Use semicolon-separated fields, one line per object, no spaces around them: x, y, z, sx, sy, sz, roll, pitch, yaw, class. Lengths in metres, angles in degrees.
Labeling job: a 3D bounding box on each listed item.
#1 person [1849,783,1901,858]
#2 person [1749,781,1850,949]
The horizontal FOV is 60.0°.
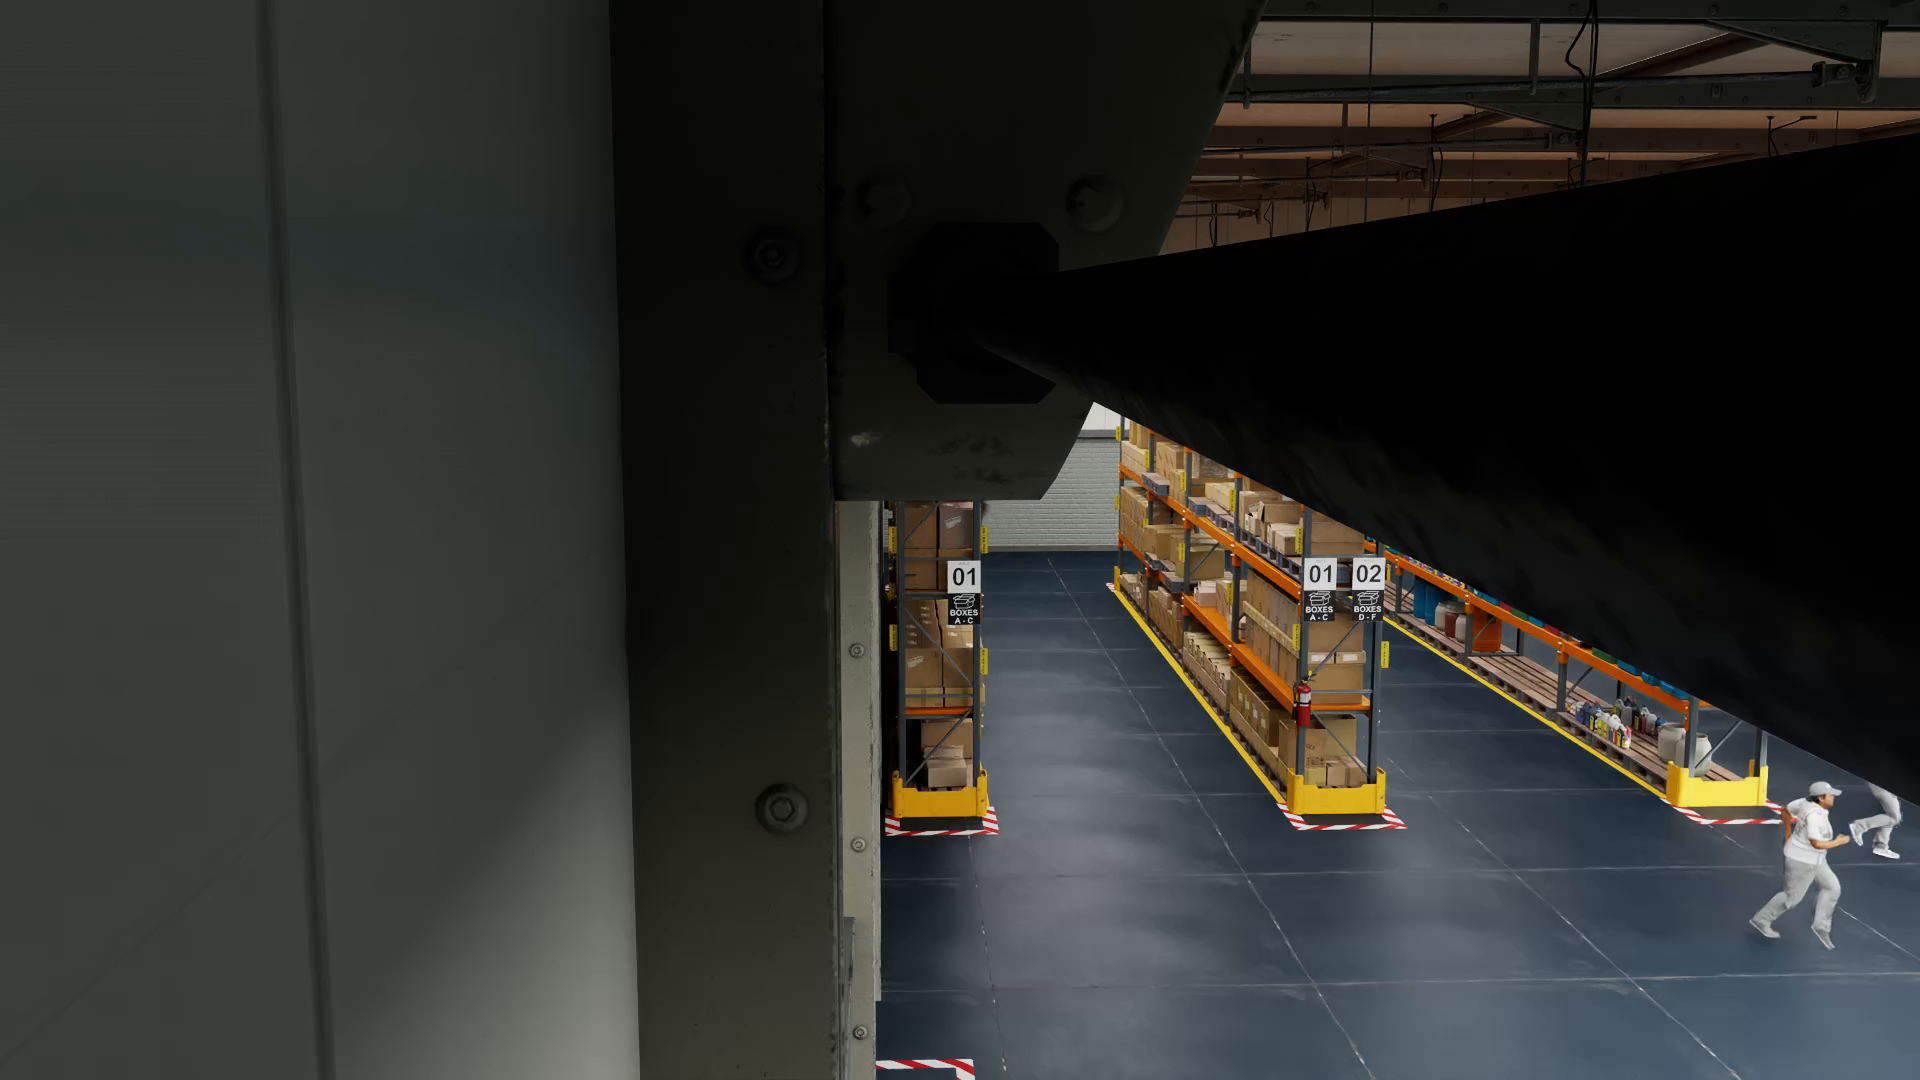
10.546;2.856;19.038;0.588;1.556;0.533;4;9;28;person
8.273;3.186;16.359;0.816;1.705;0.626;4;9;23;person
